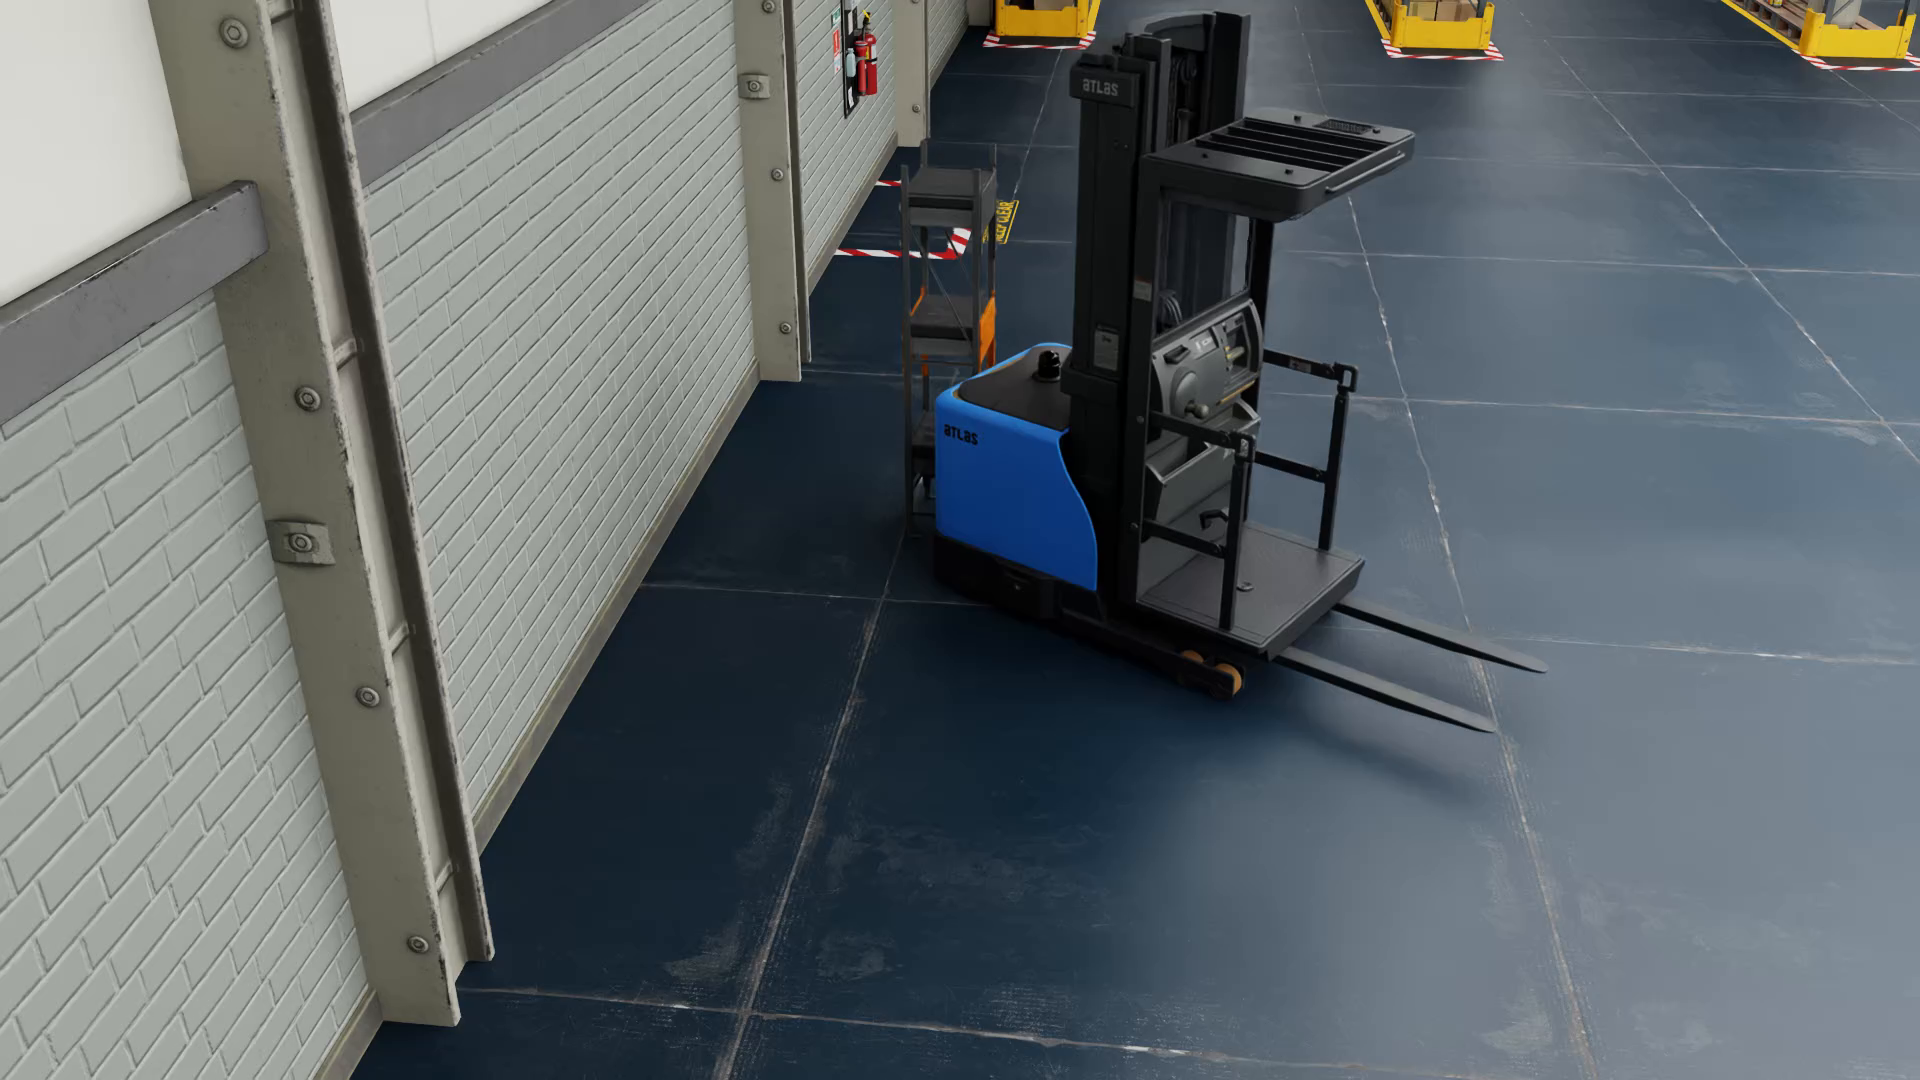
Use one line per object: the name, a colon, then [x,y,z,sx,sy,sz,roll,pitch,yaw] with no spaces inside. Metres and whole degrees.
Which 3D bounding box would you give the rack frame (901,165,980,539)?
rack frame: [-0.097,-0.926,8.756,0.400,2.100,0.015,5,29,9]

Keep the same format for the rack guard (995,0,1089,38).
rack guard: [1.040,-6.697,21.153,1.175,0.500,0.348,3,28,6]

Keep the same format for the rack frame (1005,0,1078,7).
rack frame: [1.031,-7.761,20.494,1.000,3.000,0.127,3,28,6]

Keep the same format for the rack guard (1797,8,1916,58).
rack guard: [10.826,-6.124,20.089,1.175,0.500,0.348,3,28,6]

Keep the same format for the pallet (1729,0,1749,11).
pallet: [11.230,-7.527,22.999,1.003,0.211,1.213,3,28,6]

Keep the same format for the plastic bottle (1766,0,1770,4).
plastic bottle: [10.711,-7.187,21.836,0.152,0.276,0.135,4,29,7]

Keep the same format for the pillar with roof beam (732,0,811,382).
pillar with roof beam: [3.060,-4.883,8.827,9.100,9.000,0.400,3,28,6]

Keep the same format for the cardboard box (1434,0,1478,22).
cardboard box: [6.234,-6.689,20.960,0.500,0.250,0.500,3,28,6]

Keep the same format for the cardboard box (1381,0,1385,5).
cardboard box: [5.829,-7.191,21.891,0.500,0.250,0.500,3,28,6]

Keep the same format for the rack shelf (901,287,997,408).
rack shelf: [-0.053,-1.028,8.974,0.431,0.518,0.480,5,29,9]

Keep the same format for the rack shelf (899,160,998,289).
rack shelf: [-0.053,-1.645,8.642,0.431,0.518,0.480,5,29,9]

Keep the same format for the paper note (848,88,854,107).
paper note: [-0.908,-3.689,13.863,0.016,0.148,0.142,3,28,6]

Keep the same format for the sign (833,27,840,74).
sign: [-0.988,-3.917,13.321,0.001,0.329,0.234,3,28,6]

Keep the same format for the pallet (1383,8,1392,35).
pallet: [6.000,-6.610,21.297,1.003,0.211,1.213,3,28,6]

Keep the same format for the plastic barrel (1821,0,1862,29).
plastic barrel: [10.868,-6.589,20.499,0.421,0.512,0.421,0,28,0]

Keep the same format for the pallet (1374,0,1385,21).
pallet: [6.152,-7.183,22.360,1.003,0.211,1.213,3,28,6]

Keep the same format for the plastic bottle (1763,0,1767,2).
plastic bottle: [10.728,-7.252,21.957,0.152,0.276,0.135,3,28,5]

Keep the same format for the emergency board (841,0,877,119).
emergency board: [-0.818,-4.156,13.801,0.194,1.169,0.643,3,28,6]

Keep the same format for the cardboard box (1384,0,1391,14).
cardboard box: [5.769,-6.955,21.454,0.500,0.250,0.500,3,28,6]

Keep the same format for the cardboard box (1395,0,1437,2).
cardboard box: [5.718,-7.049,20.838,0.500,0.500,0.500,3,28,6]

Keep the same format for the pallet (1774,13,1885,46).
pallet: [10.931,-6.378,20.867,1.003,0.211,1.213,3,28,6]

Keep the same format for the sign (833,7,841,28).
sign: [-0.978,-4.152,13.198,0.001,0.109,0.331,3,28,6]

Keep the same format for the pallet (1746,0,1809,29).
pallet: [11.083,-6.951,21.930,1.003,0.211,1.213,3,28,6]

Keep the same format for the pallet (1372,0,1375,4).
pallet: [6.299,-7.759,23.429,1.003,0.211,1.213,3,28,6]

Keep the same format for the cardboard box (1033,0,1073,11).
cardboard box: [1.205,-7.092,21.622,0.500,0.311,0.500,0,28,0]

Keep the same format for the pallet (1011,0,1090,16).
pallet: [1.175,-6.950,21.927,1.003,0.211,1.213,3,28,6]

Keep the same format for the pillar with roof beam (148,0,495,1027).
pillar with roof beam: [2.325,-2.059,3.584,9.100,9.000,0.400,3,28,6]

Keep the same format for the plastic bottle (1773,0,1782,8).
plastic bottle: [10.653,-7.037,21.636,0.097,0.201,0.097,0,28,0]

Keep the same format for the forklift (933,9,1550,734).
forklift: [1.331,-0.823,7.688,3.031,2.935,1.130,20,34,33]

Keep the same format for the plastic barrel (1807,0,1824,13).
plastic barrel: [10.929,-6.825,20.937,0.421,0.512,0.421,0,28,0]

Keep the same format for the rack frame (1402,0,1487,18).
rack frame: [5.948,-7.475,19.963,1.000,3.000,0.127,3,28,6]

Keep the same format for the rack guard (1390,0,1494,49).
rack guard: [5.945,-6.363,20.534,1.175,0.500,0.348,3,28,6]

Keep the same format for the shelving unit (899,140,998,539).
shelving unit: [-0.053,-1.040,8.967,0.431,2.100,0.503,5,29,9]

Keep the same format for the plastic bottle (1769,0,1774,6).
plastic bottle: [10.649,-7.129,21.721,0.061,0.283,0.133,4,29,7]

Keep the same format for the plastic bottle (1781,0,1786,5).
plastic bottle: [10.817,-7.184,21.823,0.061,0.283,0.133,3,28,6]

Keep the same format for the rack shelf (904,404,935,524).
rack shelf: [-0.053,-0.412,9.306,0.431,0.518,0.480,5,29,9]

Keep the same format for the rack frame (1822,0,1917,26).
rack frame: [10.863,-7.186,19.425,1.000,3.000,0.127,3,28,6]

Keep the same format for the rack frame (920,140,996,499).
rack frame: [-0.009,-1.154,9.178,0.400,2.100,0.015,5,29,9]

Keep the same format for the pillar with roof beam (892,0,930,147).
pillar with roof beam: [3.795,-7.708,14.069,9.100,9.000,0.400,3,28,6]

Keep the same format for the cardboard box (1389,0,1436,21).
cardboard box: [5.720,-6.719,21.016,0.500,0.250,0.500,3,28,6]

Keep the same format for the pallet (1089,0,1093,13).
pallet: [1.327,-7.522,22.990,1.003,0.211,1.213,3,28,6]

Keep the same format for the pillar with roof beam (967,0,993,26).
pillar with roof beam: [4.531,-10.532,19.311,9.100,9.000,0.400,3,28,6]
